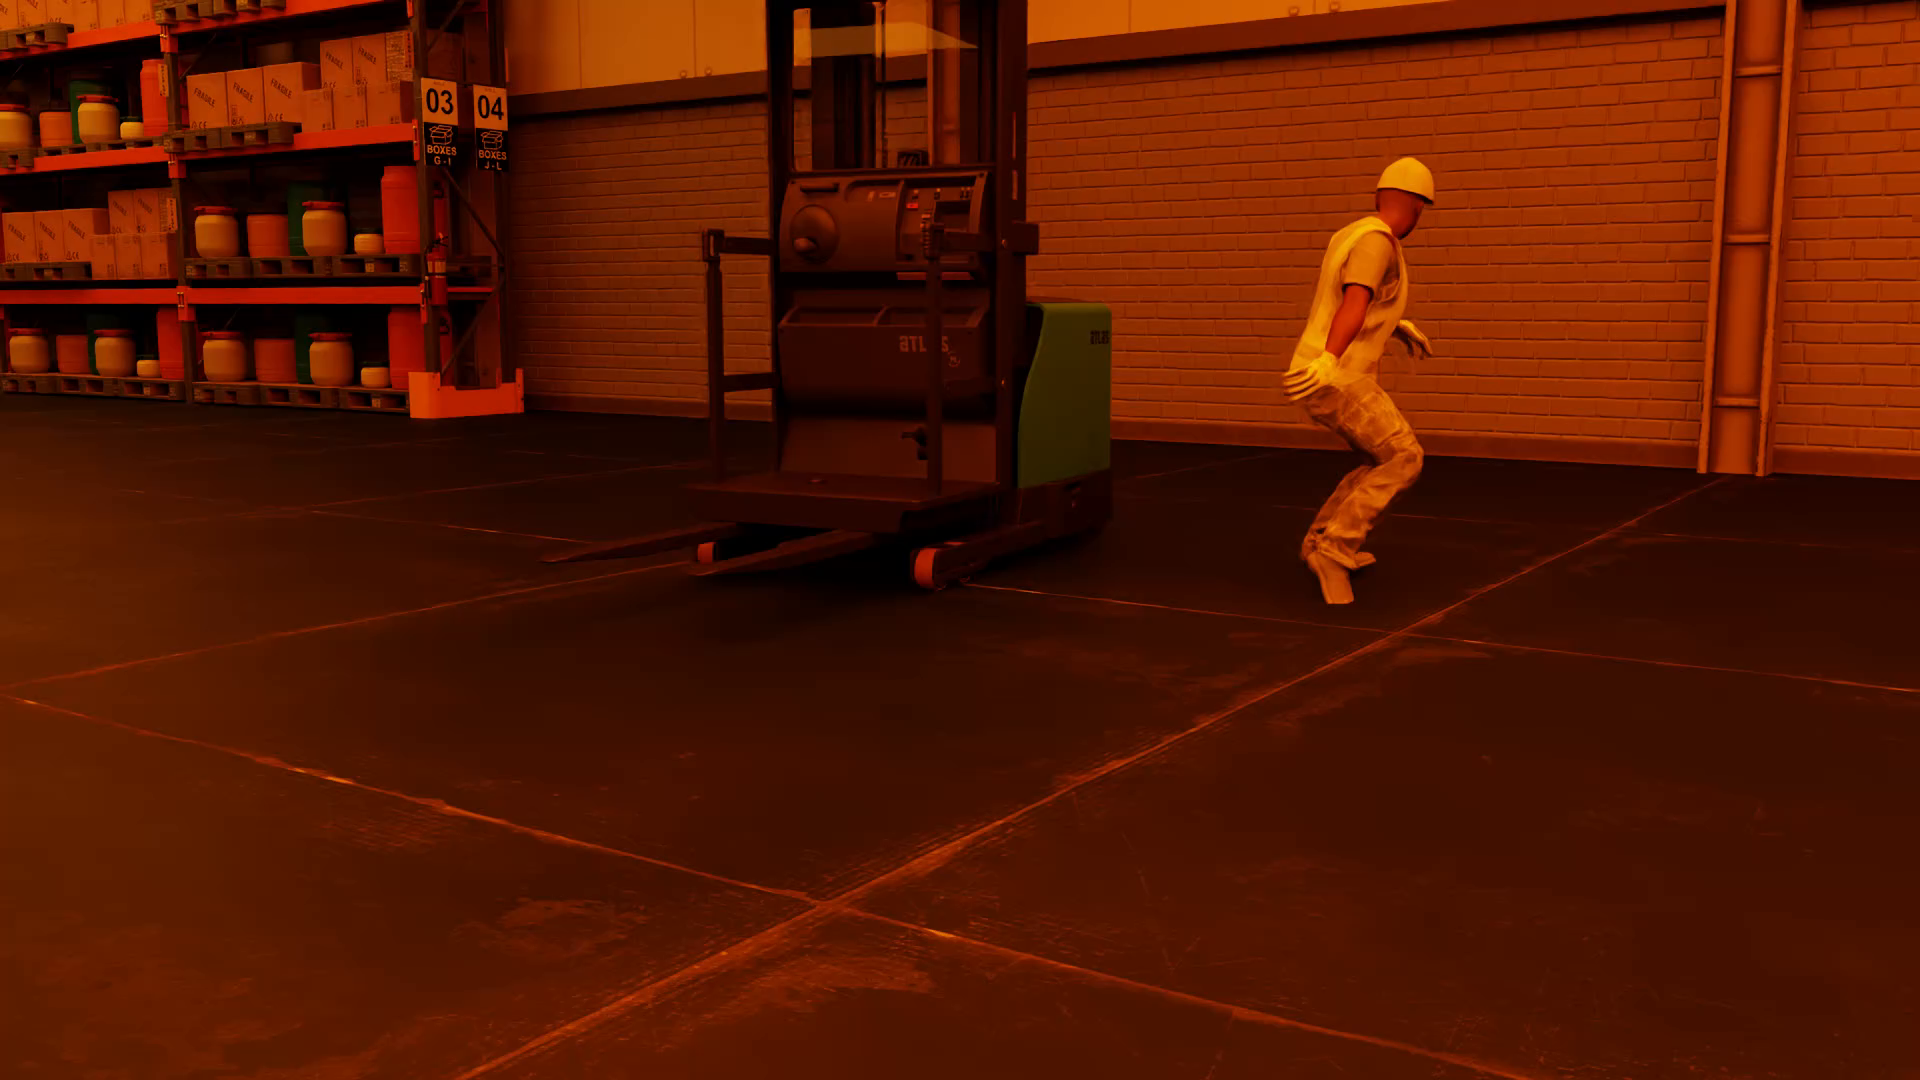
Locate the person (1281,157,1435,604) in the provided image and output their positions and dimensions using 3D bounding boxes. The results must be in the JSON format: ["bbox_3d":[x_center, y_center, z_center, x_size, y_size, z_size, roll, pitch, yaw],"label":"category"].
[{"bbox_3d":[1.498,-0.568,6.213,0.552,1.692,1.068,2,8,13],"label":"person"}]

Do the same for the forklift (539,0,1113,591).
[{"bbox_3d":[-0.413,-1.330,6.548,1.130,2.935,3.031,4,9,27],"label":"forklift"}]
